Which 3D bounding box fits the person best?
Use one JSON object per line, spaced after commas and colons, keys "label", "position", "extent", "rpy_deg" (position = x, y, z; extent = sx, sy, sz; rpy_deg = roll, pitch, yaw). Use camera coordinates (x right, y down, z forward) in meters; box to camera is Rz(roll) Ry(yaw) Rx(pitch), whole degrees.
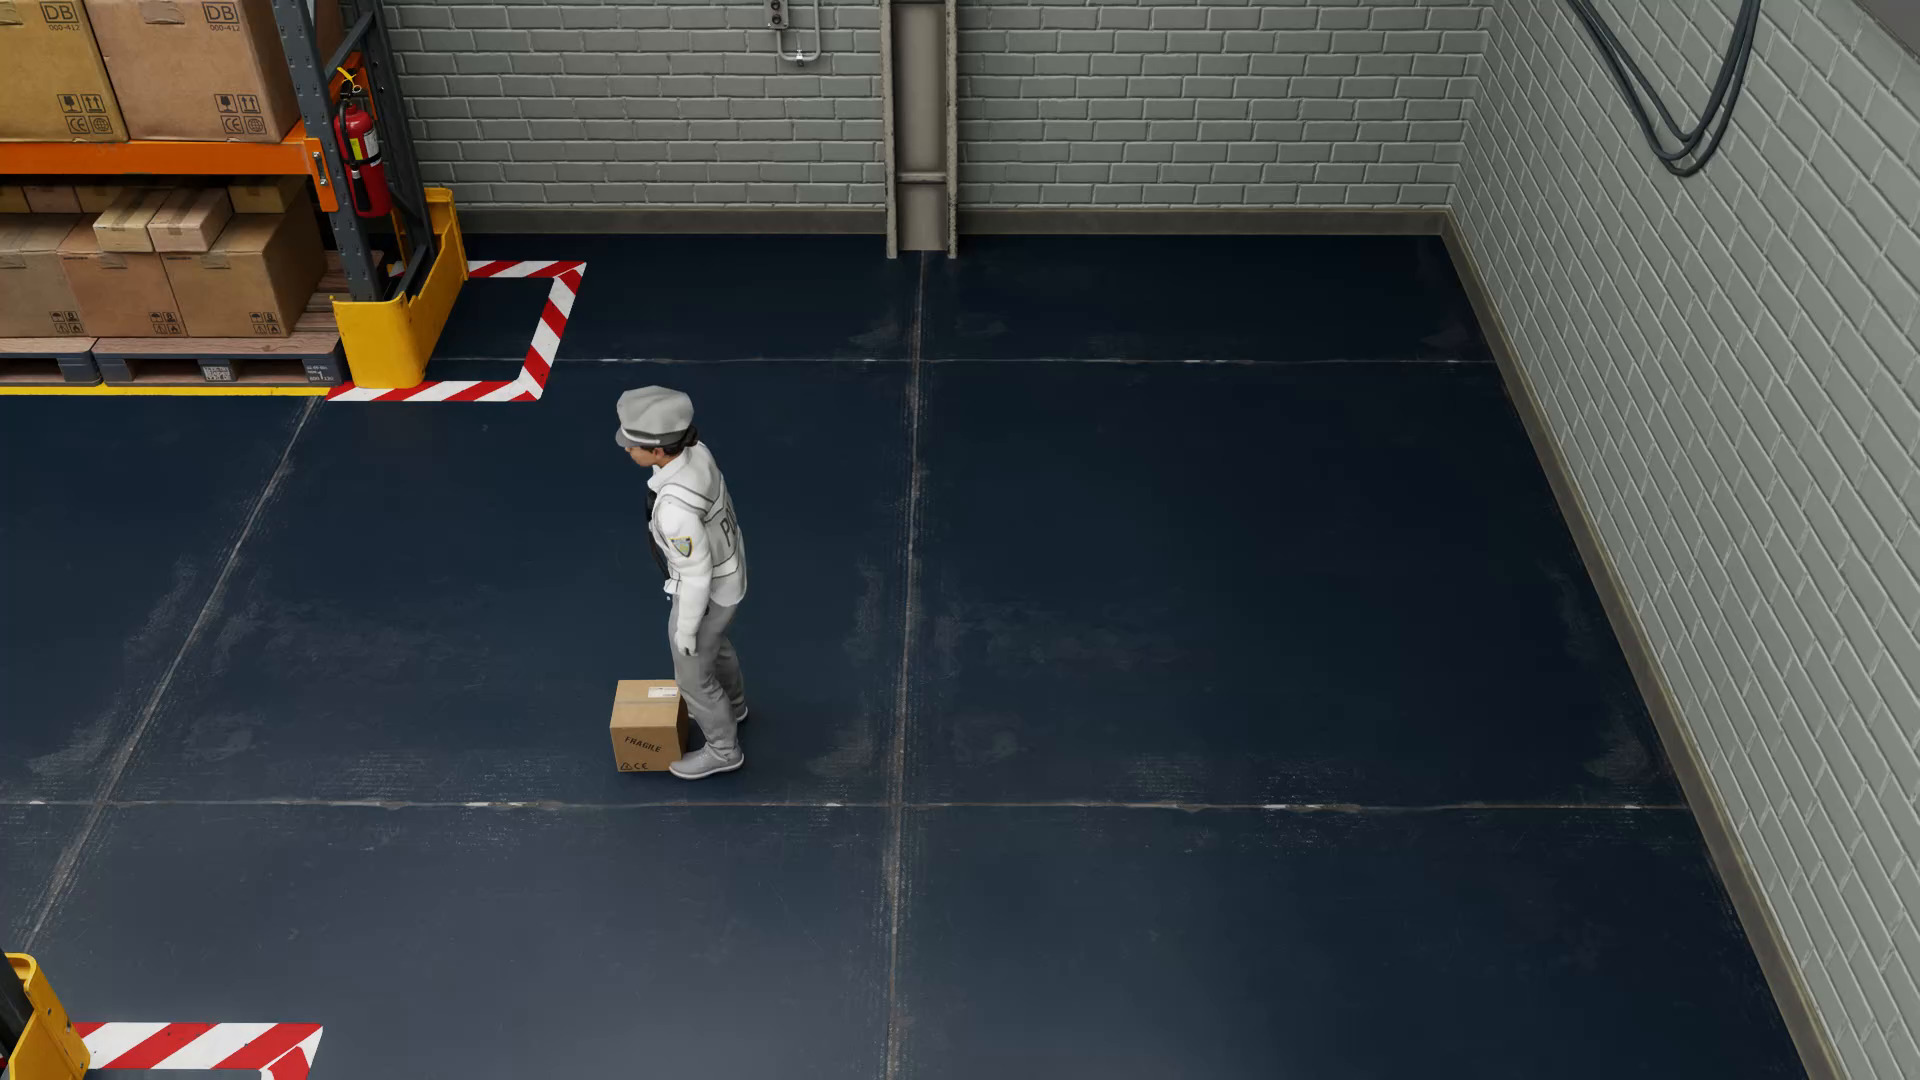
{"label": "person", "position": [-0.948, 0.171, 5.948], "extent": [0.376, 1.663, 0.544], "rpy_deg": [-2, 40, -3]}
